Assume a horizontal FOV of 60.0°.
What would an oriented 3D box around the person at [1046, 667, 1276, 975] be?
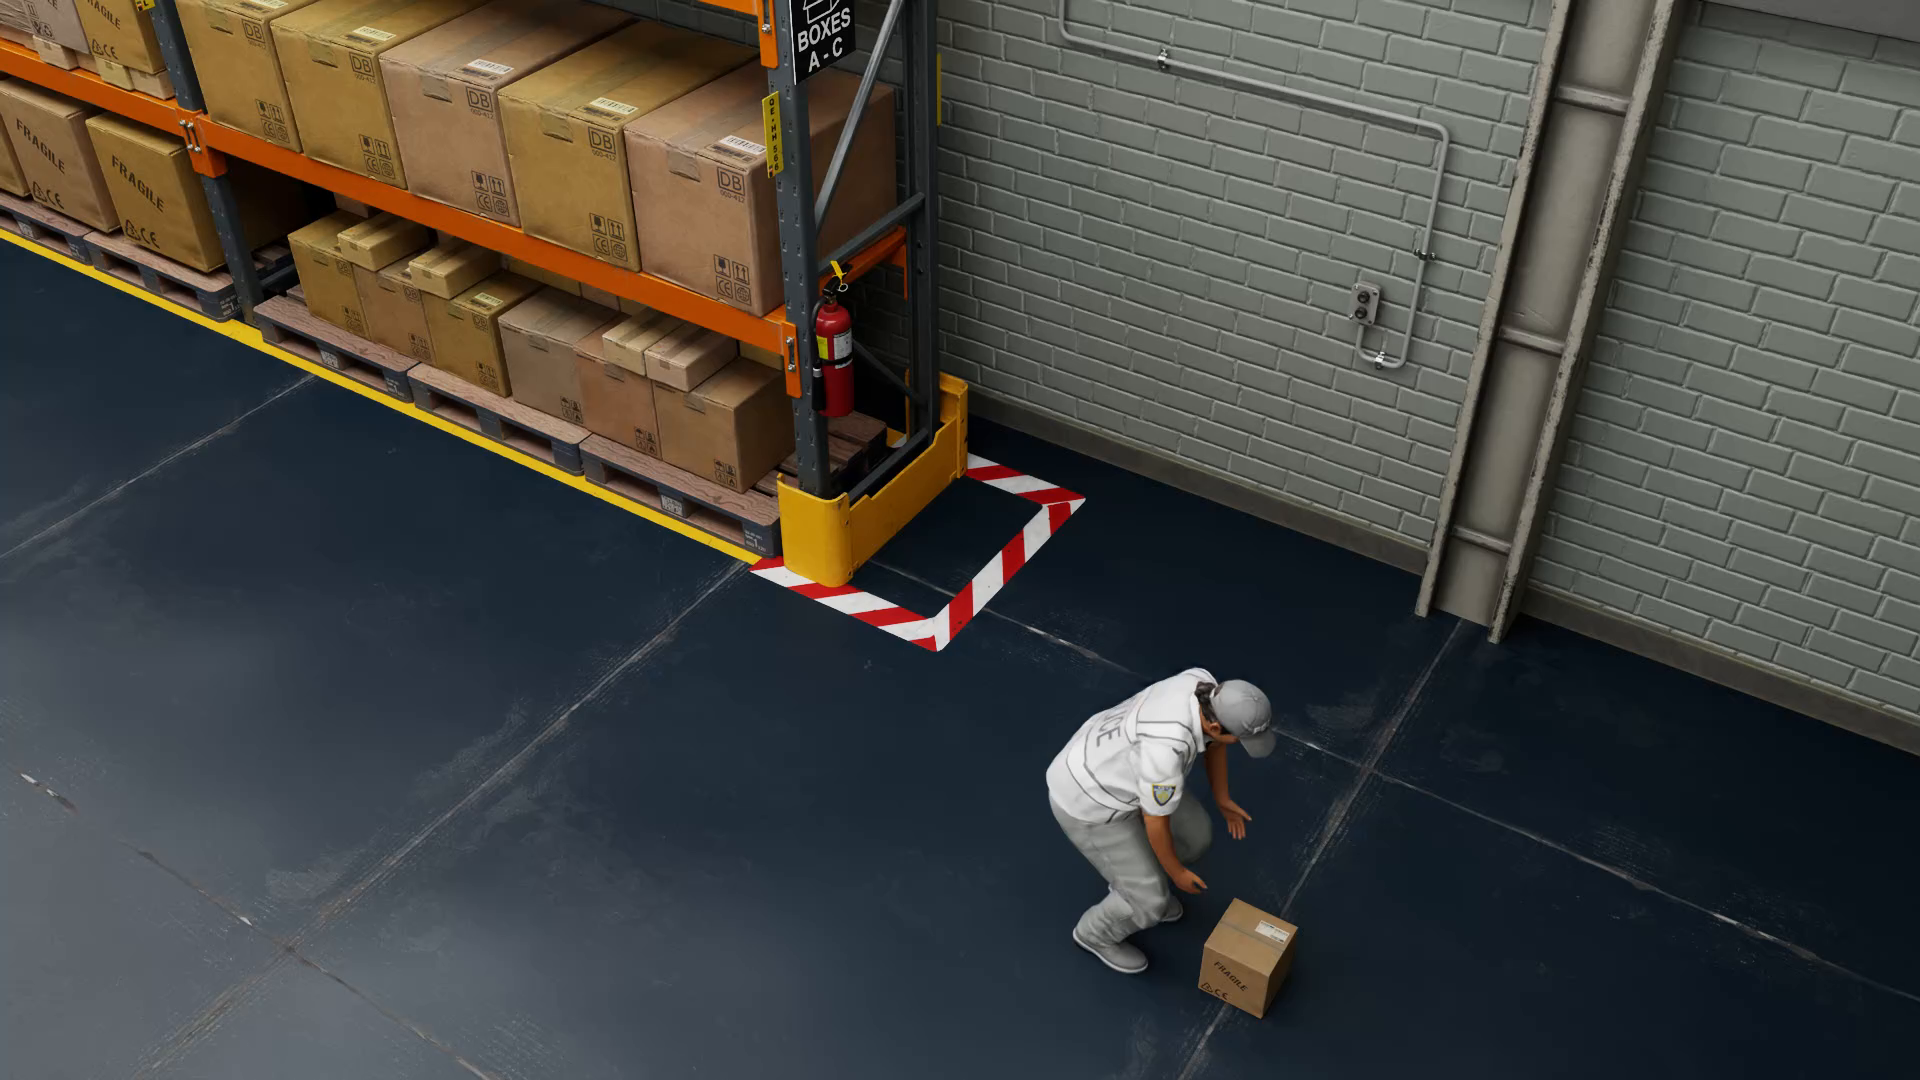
[{"bbox_3d":[0.688,0.915,5.792,0.745,1.351,0.536,22,44,25],"label":"person"}]
